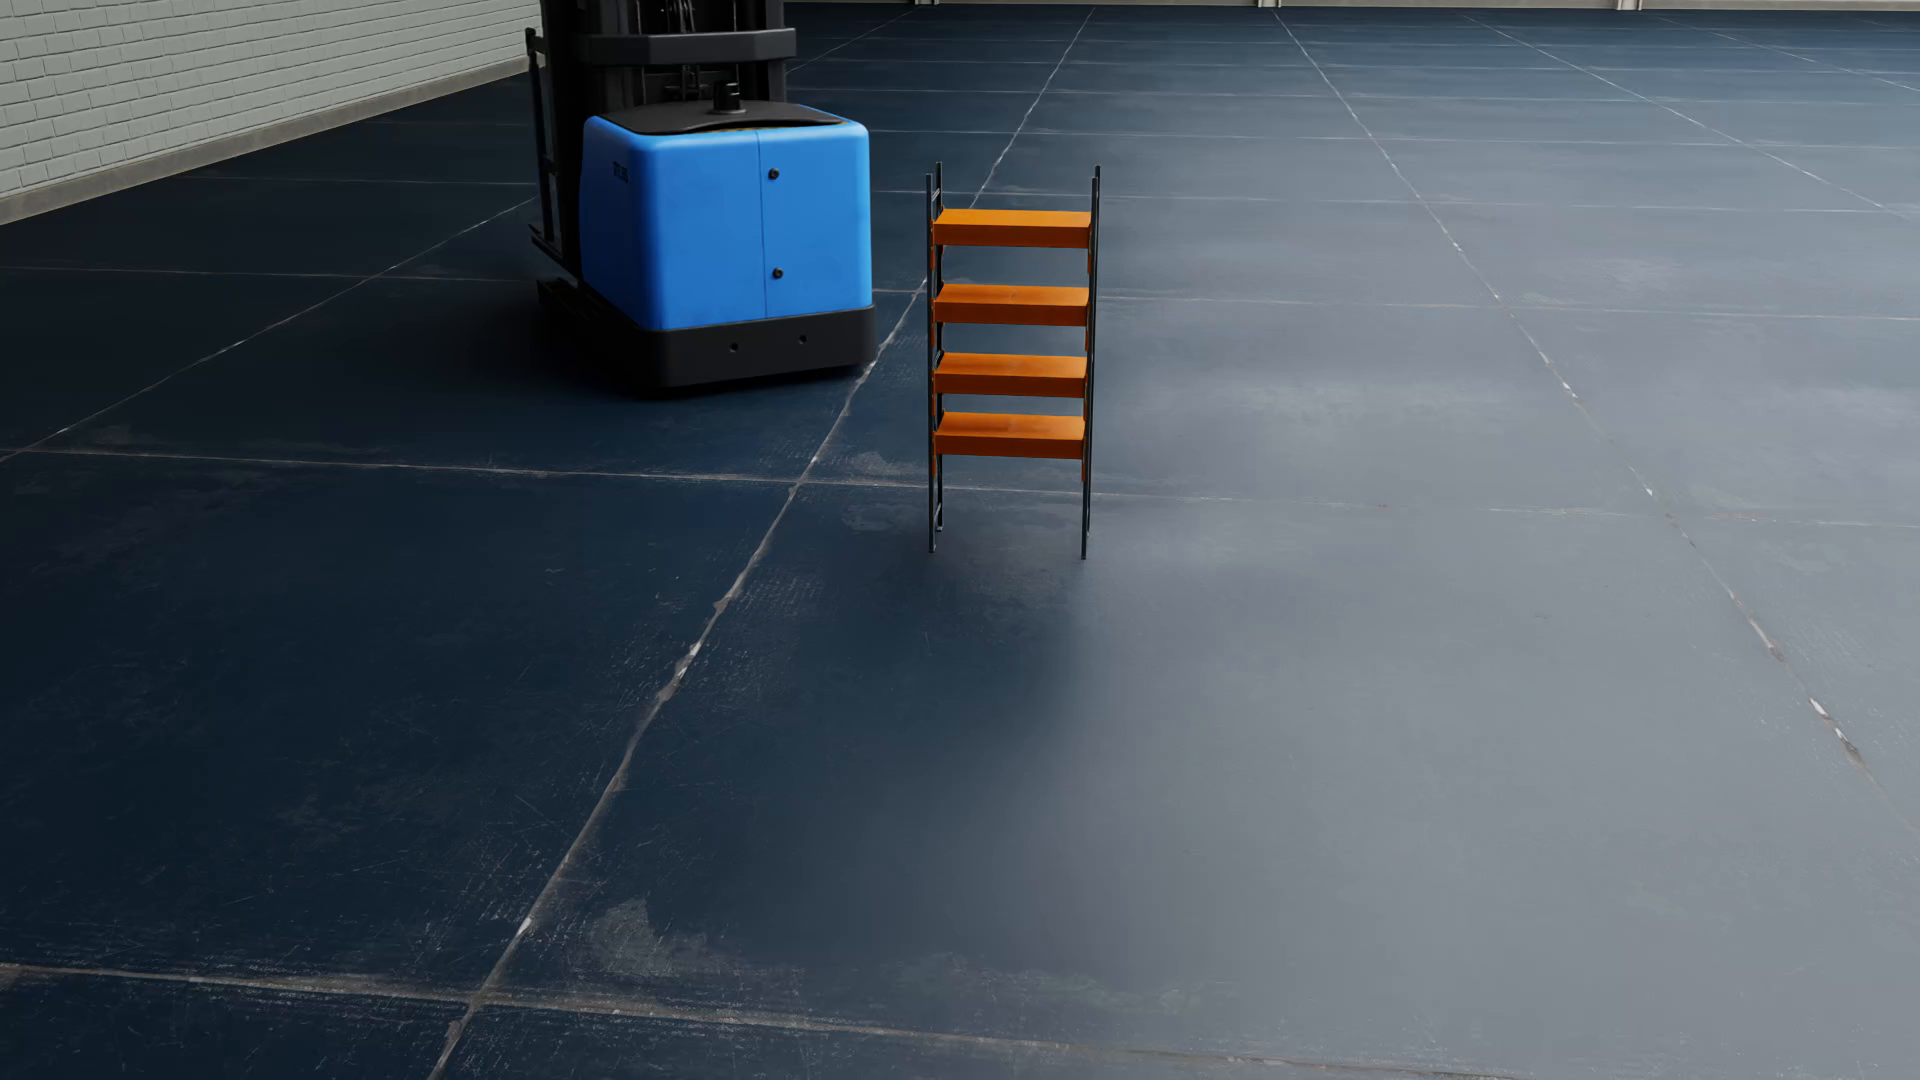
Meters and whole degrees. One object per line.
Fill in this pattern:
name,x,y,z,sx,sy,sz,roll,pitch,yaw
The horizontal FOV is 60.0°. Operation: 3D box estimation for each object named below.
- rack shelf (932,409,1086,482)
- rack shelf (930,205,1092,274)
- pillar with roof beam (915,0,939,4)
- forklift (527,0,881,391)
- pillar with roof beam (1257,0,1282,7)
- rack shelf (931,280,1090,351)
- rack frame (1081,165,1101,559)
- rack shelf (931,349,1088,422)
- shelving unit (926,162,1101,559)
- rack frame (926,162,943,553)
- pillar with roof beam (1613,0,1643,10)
rack shelf,0.164,-0.304,5.299,0.480,0.148,0.258,2,22,6
rack shelf,0.164,-0.916,5.057,0.480,0.148,0.258,2,22,6
pillar with roof beam,-1.095,-12.147,23.924,0.400,9.000,9.100,2,22,6
forklift,-1.439,-2.477,7.720,1.130,2.935,3.031,-10,24,-24
pillar with roof beam,4.864,-11.887,23.267,0.400,9.000,9.100,2,22,6
rack shelf,0.164,-0.696,5.144,0.480,0.148,0.258,2,22,6
rack frame,0.407,-0.540,5.174,0.015,1.200,0.240,2,22,6
rack shelf,0.164,-0.488,5.226,0.480,0.148,0.258,2,22,6
shelving unit,0.164,-0.551,5.201,0.503,1.200,0.258,2,22,6
rack frame,-0.078,-0.561,5.228,0.015,1.200,0.240,2,22,6
pillar with roof beam,10.822,-11.627,22.611,0.400,9.000,9.100,2,22,6
